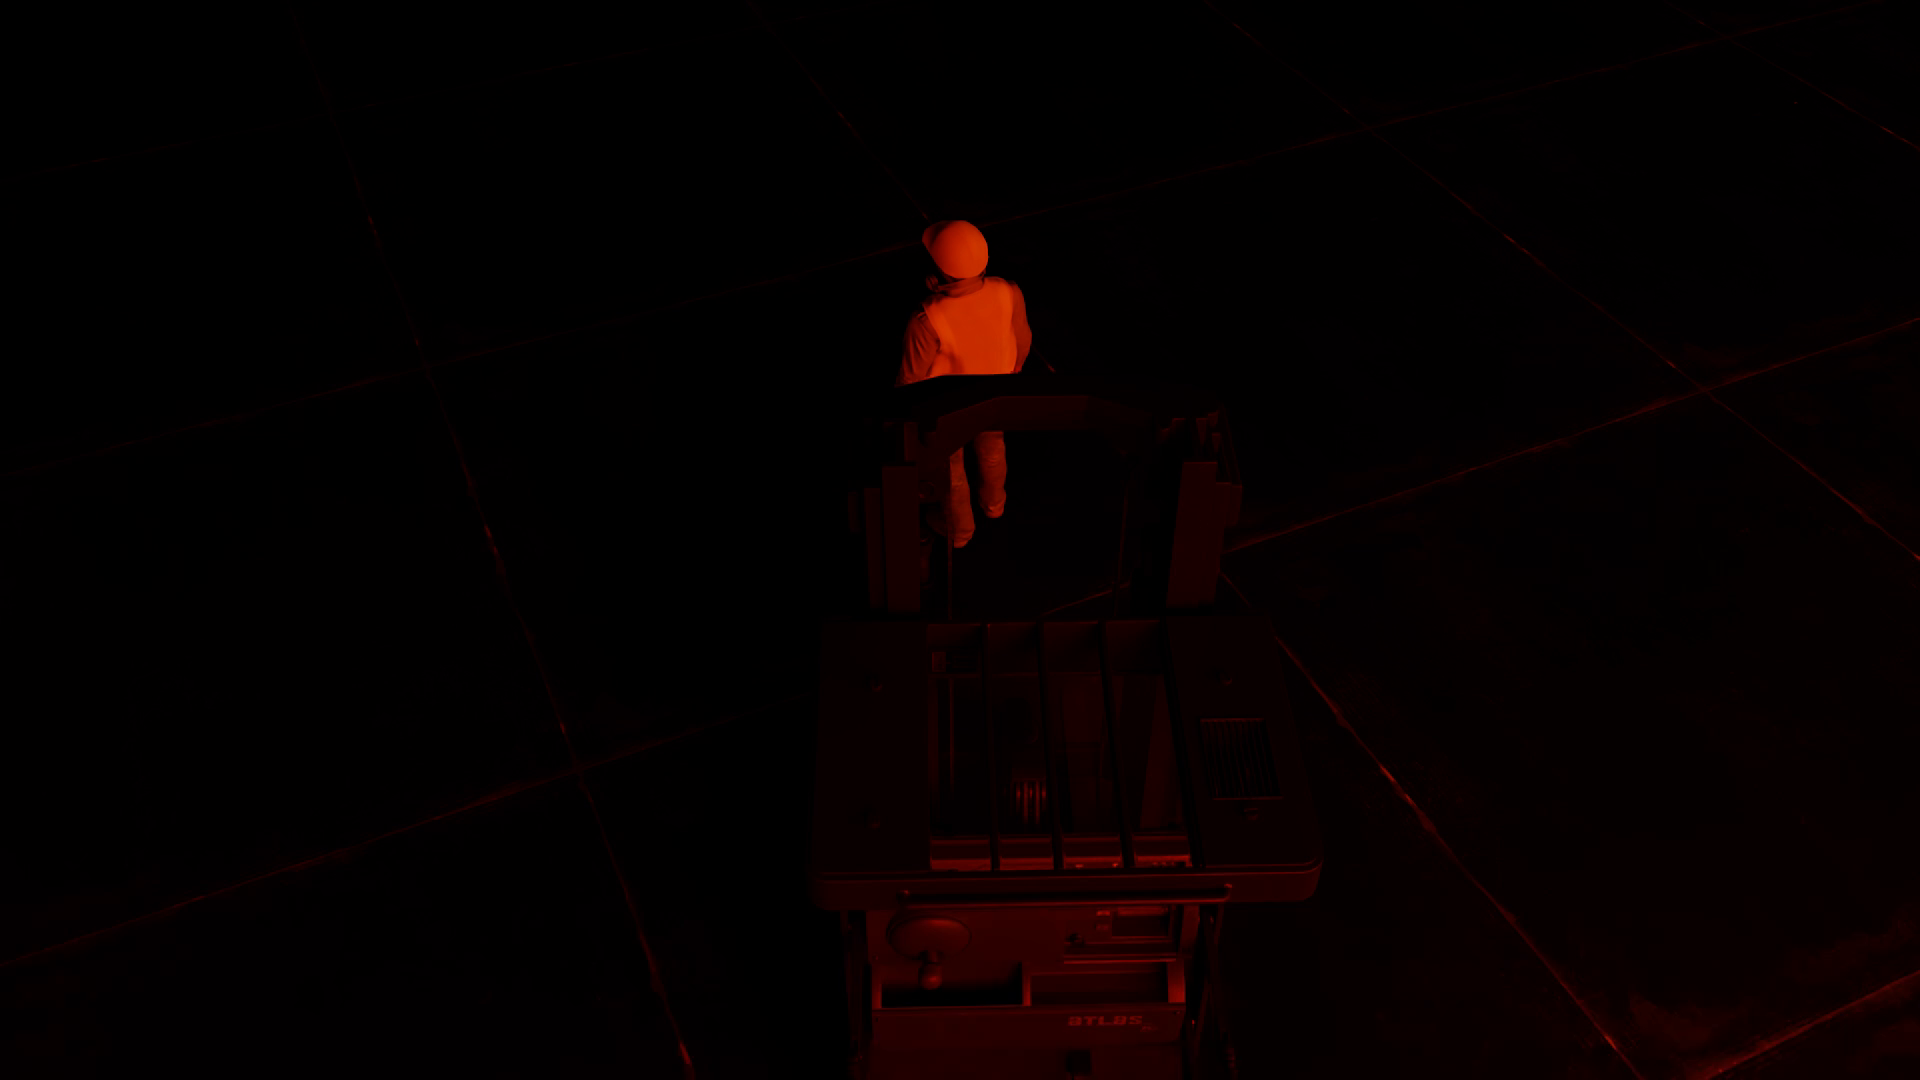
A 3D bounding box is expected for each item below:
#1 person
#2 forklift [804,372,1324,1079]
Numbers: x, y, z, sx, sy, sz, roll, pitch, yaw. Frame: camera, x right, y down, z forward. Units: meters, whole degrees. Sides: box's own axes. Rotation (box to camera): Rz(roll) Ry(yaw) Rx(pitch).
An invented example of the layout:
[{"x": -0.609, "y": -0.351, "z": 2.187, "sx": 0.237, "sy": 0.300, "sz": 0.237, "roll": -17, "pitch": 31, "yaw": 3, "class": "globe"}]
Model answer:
[{"x": -0.020, "y": -0.695, "z": 7.262, "sx": 0.634, "sy": 1.775, "sz": 0.566, "roll": -18, "pitch": 46, "yaw": -18, "class": "person"}, {"x": 0.209, "y": 1.130, "z": 4.469, "sx": 1.130, "sy": 2.935, "sz": 3.031, "roll": -1, "pitch": 43, "yaw": -1, "class": "forklift"}]
